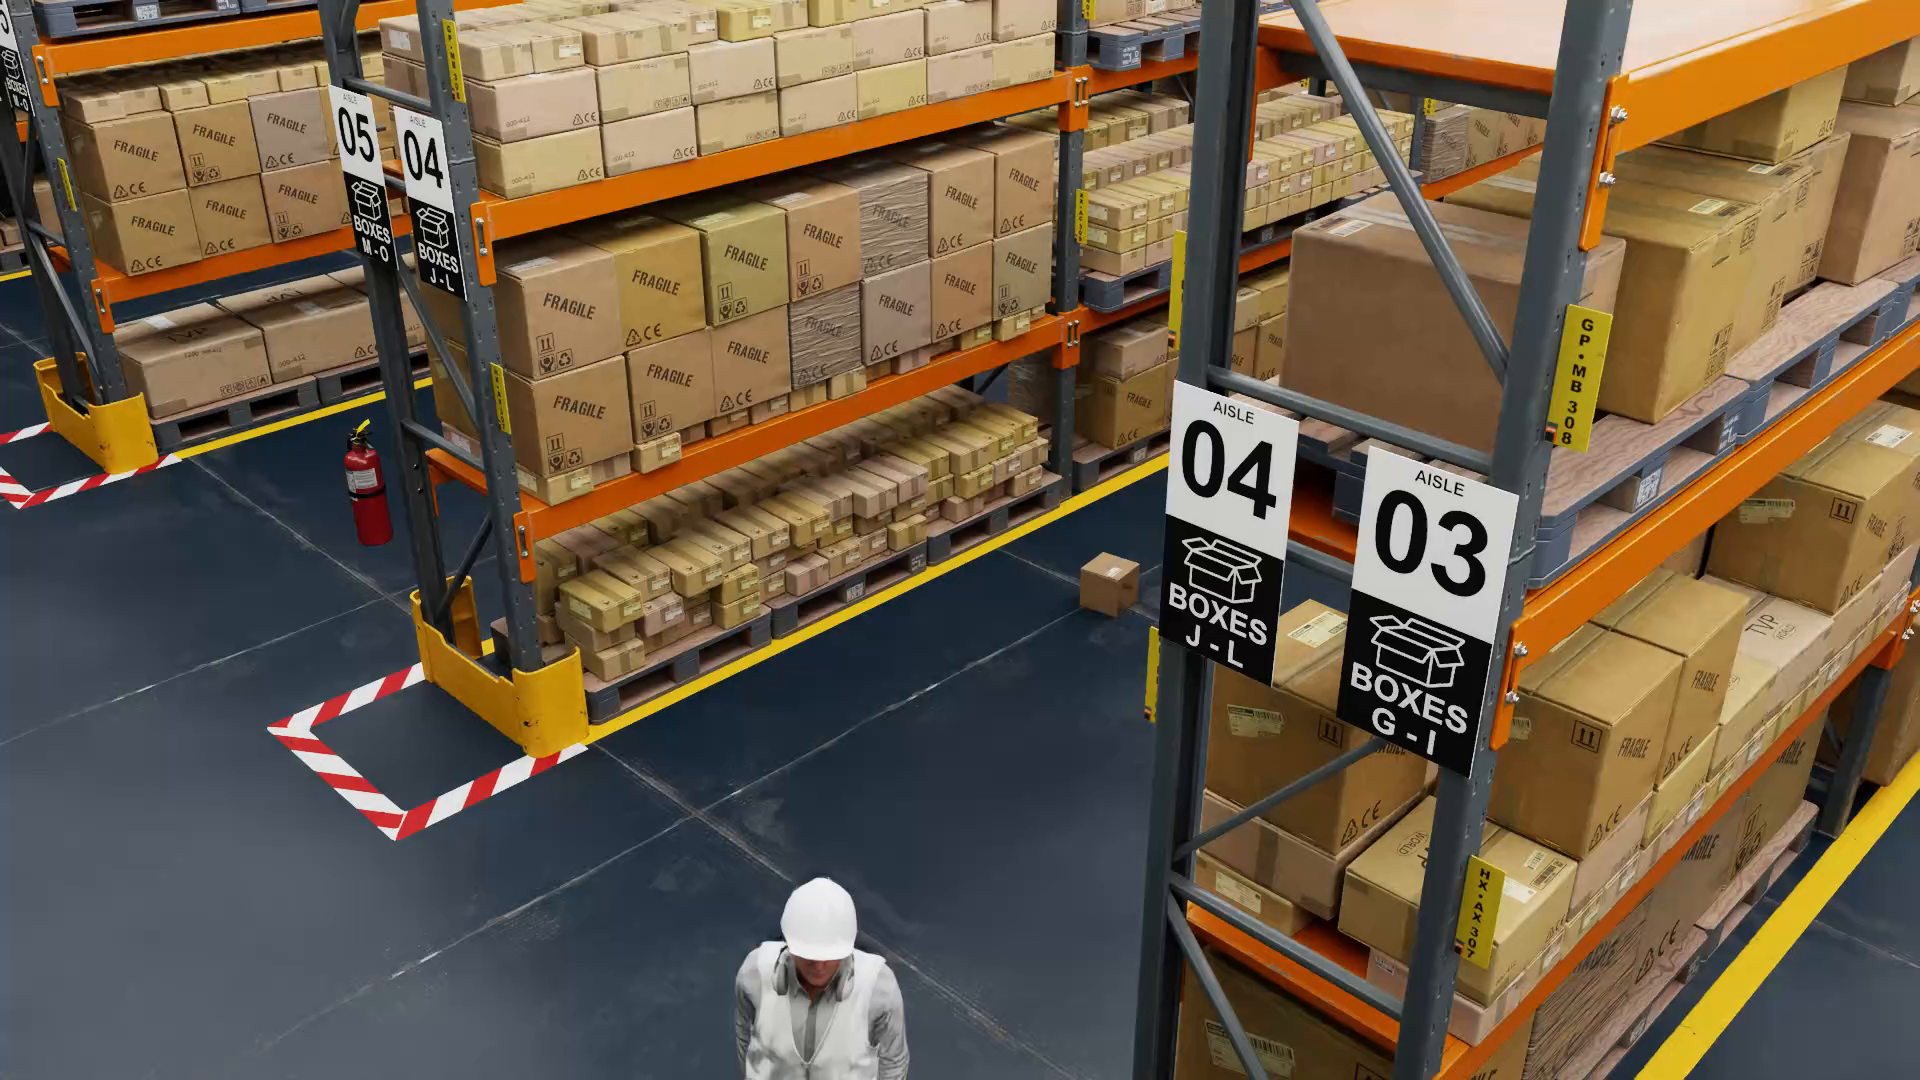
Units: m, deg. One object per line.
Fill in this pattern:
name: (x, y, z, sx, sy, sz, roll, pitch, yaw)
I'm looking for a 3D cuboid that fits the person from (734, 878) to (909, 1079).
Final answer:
person: (-0.428, 1.783, 5.203, 0.546, 1.800, 0.788, -1, 28, -1)
